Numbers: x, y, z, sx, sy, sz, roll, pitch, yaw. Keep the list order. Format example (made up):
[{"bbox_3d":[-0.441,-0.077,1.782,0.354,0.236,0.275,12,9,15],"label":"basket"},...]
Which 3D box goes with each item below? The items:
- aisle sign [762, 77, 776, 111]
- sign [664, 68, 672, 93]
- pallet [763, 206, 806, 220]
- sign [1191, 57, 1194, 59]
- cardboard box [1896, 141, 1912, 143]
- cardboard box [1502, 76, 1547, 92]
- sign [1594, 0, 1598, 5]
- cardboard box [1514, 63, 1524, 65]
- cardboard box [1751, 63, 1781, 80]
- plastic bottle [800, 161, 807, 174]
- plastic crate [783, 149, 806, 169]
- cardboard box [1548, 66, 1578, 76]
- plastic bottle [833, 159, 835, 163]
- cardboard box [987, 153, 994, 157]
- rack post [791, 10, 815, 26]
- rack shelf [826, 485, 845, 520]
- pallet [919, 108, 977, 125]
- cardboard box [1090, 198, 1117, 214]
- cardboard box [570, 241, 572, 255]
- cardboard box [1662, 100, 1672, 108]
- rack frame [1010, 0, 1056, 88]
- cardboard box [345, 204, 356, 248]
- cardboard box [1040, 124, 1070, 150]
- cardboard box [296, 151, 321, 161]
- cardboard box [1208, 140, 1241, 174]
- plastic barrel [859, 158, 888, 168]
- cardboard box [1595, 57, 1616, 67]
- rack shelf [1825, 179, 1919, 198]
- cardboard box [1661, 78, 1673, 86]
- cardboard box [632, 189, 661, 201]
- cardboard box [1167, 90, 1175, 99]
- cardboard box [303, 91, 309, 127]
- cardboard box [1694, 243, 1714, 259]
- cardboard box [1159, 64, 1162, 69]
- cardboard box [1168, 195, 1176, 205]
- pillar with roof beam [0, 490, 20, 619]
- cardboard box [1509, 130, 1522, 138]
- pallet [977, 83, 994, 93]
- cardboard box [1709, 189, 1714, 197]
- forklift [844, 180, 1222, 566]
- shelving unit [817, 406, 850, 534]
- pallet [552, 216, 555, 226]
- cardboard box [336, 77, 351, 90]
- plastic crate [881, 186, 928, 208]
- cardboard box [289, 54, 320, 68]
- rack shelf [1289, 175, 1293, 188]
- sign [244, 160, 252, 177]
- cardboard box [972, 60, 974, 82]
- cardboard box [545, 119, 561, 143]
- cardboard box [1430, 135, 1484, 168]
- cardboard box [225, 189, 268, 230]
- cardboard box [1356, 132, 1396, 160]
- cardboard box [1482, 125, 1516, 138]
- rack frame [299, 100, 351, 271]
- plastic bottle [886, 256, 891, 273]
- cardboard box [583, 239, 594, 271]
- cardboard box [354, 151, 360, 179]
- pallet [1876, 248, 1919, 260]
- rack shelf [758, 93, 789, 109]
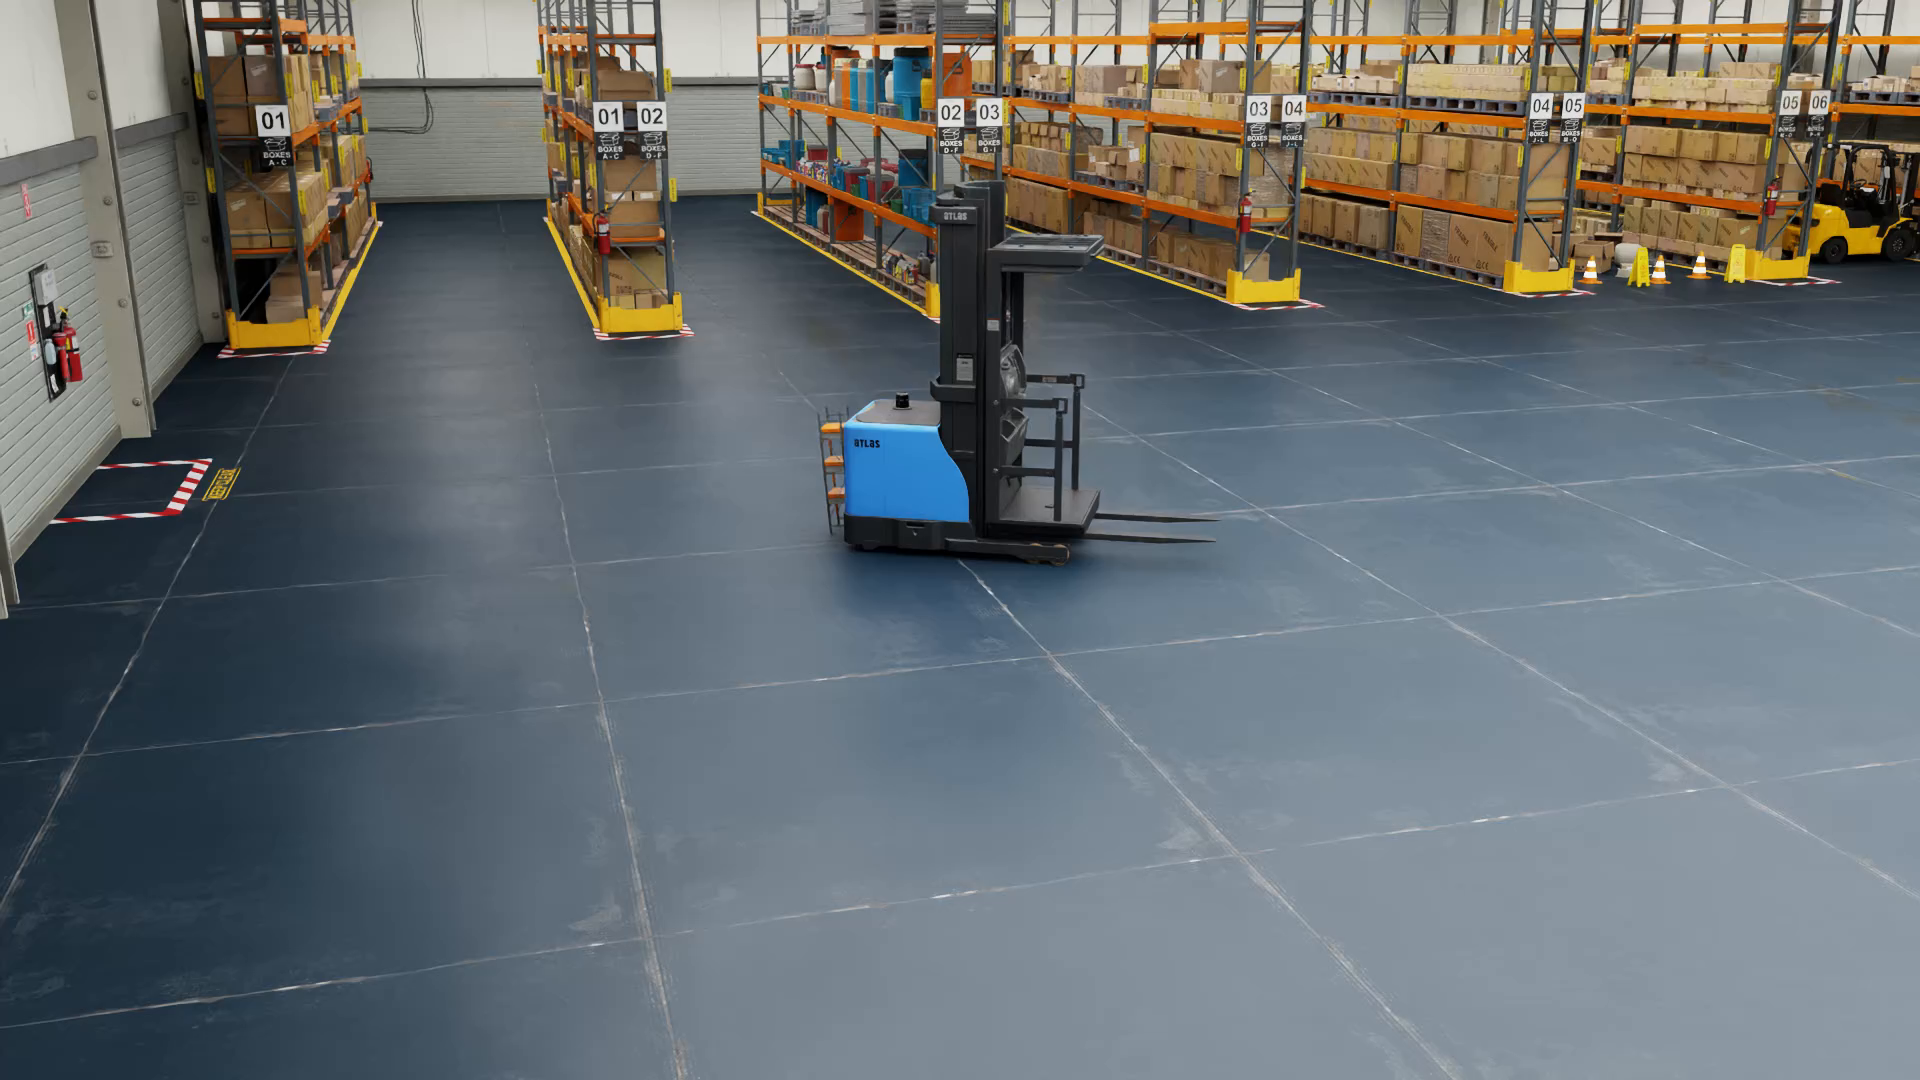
[{"bbox_3d":[-4.567,-10.554,39.355,0.394,0.787,0.004,-5,17,-15],"label":"aisle sign"},{"bbox_3d":[-4.093,-6.432,23.278,0.100,0.325,0.005,-5,17,-15],"label":"sign"},{"bbox_3d":[-4.072,-7.746,39.372,1.003,0.211,1.213,-5,17,-15],"label":"pallet"},{"bbox_3d":[5.836,-11.967,41.825,0.100,0.325,0.005,-5,17,-15],"label":"sign"},{"bbox_3d":[18.720,-7.789,32.851,0.380,0.149,0.250,-5,17,-16],"label":"cardboard box"},{"bbox_3d":[9.291,-7.512,27.372,0.500,0.250,0.500,-4,17,-15],"label":"cardboard box"},{"bbox_3d":[15.373,-13.095,40.144,0.100,0.325,0.005,-5,17,-15],"label":"sign"},{"bbox_3d":[14.803,-12.343,43.490,0.500,0.250,0.500,-5,17,-16],"label":"cardboard box"},{"bbox_3d":[17.244,-9.901,35.406,0.500,0.500,0.500,-4,17,-14],"label":"cardboard box"},{"bbox_3d":[-3.301,-7.887,35.211,0.152,0.276,0.135,-5,17,-15],"label":"plastic bottle"},{"bbox_3d":[-3.619,-8.329,36.391,0.392,0.384,0.575,-5,17,-15],"label":"plastic crate"},{"bbox_3d":[9.909,-7.707,27.329,0.380,0.149,0.250,-5,17,-15],"label":"cardboard box"},{"bbox_3d":[-2.683,-7.892,35.096,0.144,0.351,0.185,-5,17,-15],"label":"plastic bottle"},{"bbox_3d":[0.941,-9.054,38.623,0.500,0.250,0.500,-4,17,-14],"label":"cardboard box"},{"bbox_3d":[-2.961,-10.808,34.421,0.937,0.300,0.954,-5,17,-16],"label":"rack post"},{"bbox_3d":[-0.997,-0.312,14.136,0.215,0.259,0.240,-1,16,13],"label":"rack shelf"},{"bbox_3d":[0.002,-6.470,25.390,1.003,0.211,1.213,-5,17,-15],"label":"pallet"},{"bbox_3d":[2.912,-6.681,33.257,0.500,0.250,0.500,-4,17,-13],"label":"cardboard box"},{"bbox_3d":[-6.965,-5.425,30.849,0.500,0.250,0.500,-5,17,-15],"label":"cardboard box"},{"bbox_3d":[13.400,-8.170,31.159,0.380,0.149,0.250,-4,17,-14],"label":"cardboard box"},{"bbox_3d":[1.600,-11.471,36.498,1.000,3.000,0.127,-5,17,-15],"label":"rack frame"},{"bbox_3d":[-11.899,-5.945,31.535,0.750,0.750,0.750,-5,17,-16],"label":"cardboard box"},{"bbox_3d":[2.147,-8.589,35.413,0.797,0.503,0.637,-4,17,-13],"label":"cardboard box"},{"bbox_3d":[-11.362,-6.705,28.993,0.380,0.149,0.250,-8,18,-24],"label":"cardboard box"},{"bbox_3d":[4.366,-6.218,27.010,0.500,0.500,0.500,-5,17,-15],"label":"cardboard box"},{"bbox_3d":[-1.644,-7.060,32.007,0.600,0.536,0.708,-5,17,-15],"label":"plastic barrel"},{"bbox_3d":[15.647,-11.570,40.337,0.396,0.266,0.258,-5,17,-16],"label":"cardboard box"},{"bbox_3d":[18.648,-6.664,32.174,1.077,0.370,4.000,-5,17,-15],"label":"rack shelf"},{"bbox_3d":[13.309,-8.535,30.990,0.380,0.149,0.250,-5,17,-16],"label":"cardboard box"},{"bbox_3d":[-4.529,-4.980,24.017,0.380,0.149,0.250,-5,17,-16],"label":"cardboard box"},{"bbox_3d":[3.784,-7.681,28.663,0.380,0.149,0.250,-5,17,-15],"label":"cardboard box"},{"bbox_3d":[-9.798,-6.293,24.265,0.500,0.500,0.500,-5,18,-17],"label":"cardboard box"},{"bbox_3d":[13.811,-5.292,30.407,0.500,0.250,0.500,-5,17,-15],"label":"cardboard box"},{"bbox_3d":[5.167,-11.756,41.359,0.380,0.149,0.250,-5,17,-16],"label":"cardboard box"},{"bbox_3d":[3.827,-5.903,28.828,0.380,0.149,0.250,-5,17,-15],"label":"cardboard box"},{"bbox_3d":[-2.977,-4.123,12.036,9.100,9.000,0.400,-5,17,-15],"label":"pillar with roof beam"},{"bbox_3d":[12.129,-8.524,35.693,0.500,0.500,0.500,-5,17,-17],"label":"cardboard box"},{"bbox_3d":[1.053,-10.556,38.819,1.003,0.211,1.213,-5,17,-15],"label":"pallet"},{"bbox_3d":[13.856,-6.313,30.191,0.380,0.149,0.250,-4,17,-14],"label":"cardboard box"},{"bbox_3d":[0.617,-1.367,13.407,3.031,2.935,1.130,3,17,11],"label":"forklift"},{"bbox_3d":[-1.021,-0.589,14.058,0.215,1.050,0.252,-1,16,13],"label":"shelving unit"},{"bbox_3d":[-8.784,-7.345,38.037,1.003,0.211,1.213,-5,17,-15],"label":"pallet"},{"bbox_3d":[-12.624,-9.249,33.670,0.500,0.250,0.500,-5,17,-15],"label":"cardboard box"},{"bbox_3d":[-0.942,-5.809,28.184,0.767,0.338,0.504,-5,17,-15],"label":"plastic crate"},{"bbox_3d":[-12.406,-9.072,31.483,0.500,0.250,0.500,-5,18,-17],"label":"cardboard box"},{"bbox_3d":[6.946,-8.064,36.835,1.077,0.370,4.000,-5,17,-15],"label":"rack shelf"},{"bbox_3d":[-11.022,-5.720,25.767,0.100,0.325,0.005,-5,17,-15],"label":"sign"},{"bbox_3d":[0.695,-11.298,40.059,0.700,0.500,0.500,-6,18,-19],"label":"cardboard box"},{"bbox_3d":[-9.157,-9.305,37.804,0.500,0.500,0.500,-4,17,-14],"label":"cardboard box"},{"bbox_3d":[8.943,-6.930,29.671,0.875,0.550,0.550,-5,17,-15],"label":"cardboard box"},{"bbox_3d":[-9.724,-4.514,22.688,0.500,0.500,0.500,-5,17,-16],"label":"cardboard box"},{"bbox_3d":[8.171,-7.695,32.442,0.700,0.500,0.500,-5,17,-15],"label":"cardboard box"},{"bbox_3d":[11.834,-8.924,36.535,0.500,0.500,0.500,-5,17,-17],"label":"cardboard box"},{"bbox_3d":[-11.589,-6.316,29.766,1.000,3.000,0.127,-5,17,-15],"label":"rack frame"},{"bbox_3d":[-1.183,-4.689,28.319,0.152,0.276,0.135,-4,17,-13],"label":"plastic bottle"},{"bbox_3d":[-5.756,-4.555,26.649,0.500,0.500,0.500,-5,17,-15],"label":"cardboard box"},{"bbox_3d":[-12.821,-7.718,33.910,0.980,0.700,0.700,-4,17,-14],"label":"cardboard box"},{"bbox_3d":[18.616,-5.665,32.444,1.003,0.211,1.213,-5,17,-15],"label":"pallet"},{"bbox_3d":[-3.712,-9.851,37.571,1.077,0.370,4.000,-5,17,-15],"label":"rack shelf"}]
